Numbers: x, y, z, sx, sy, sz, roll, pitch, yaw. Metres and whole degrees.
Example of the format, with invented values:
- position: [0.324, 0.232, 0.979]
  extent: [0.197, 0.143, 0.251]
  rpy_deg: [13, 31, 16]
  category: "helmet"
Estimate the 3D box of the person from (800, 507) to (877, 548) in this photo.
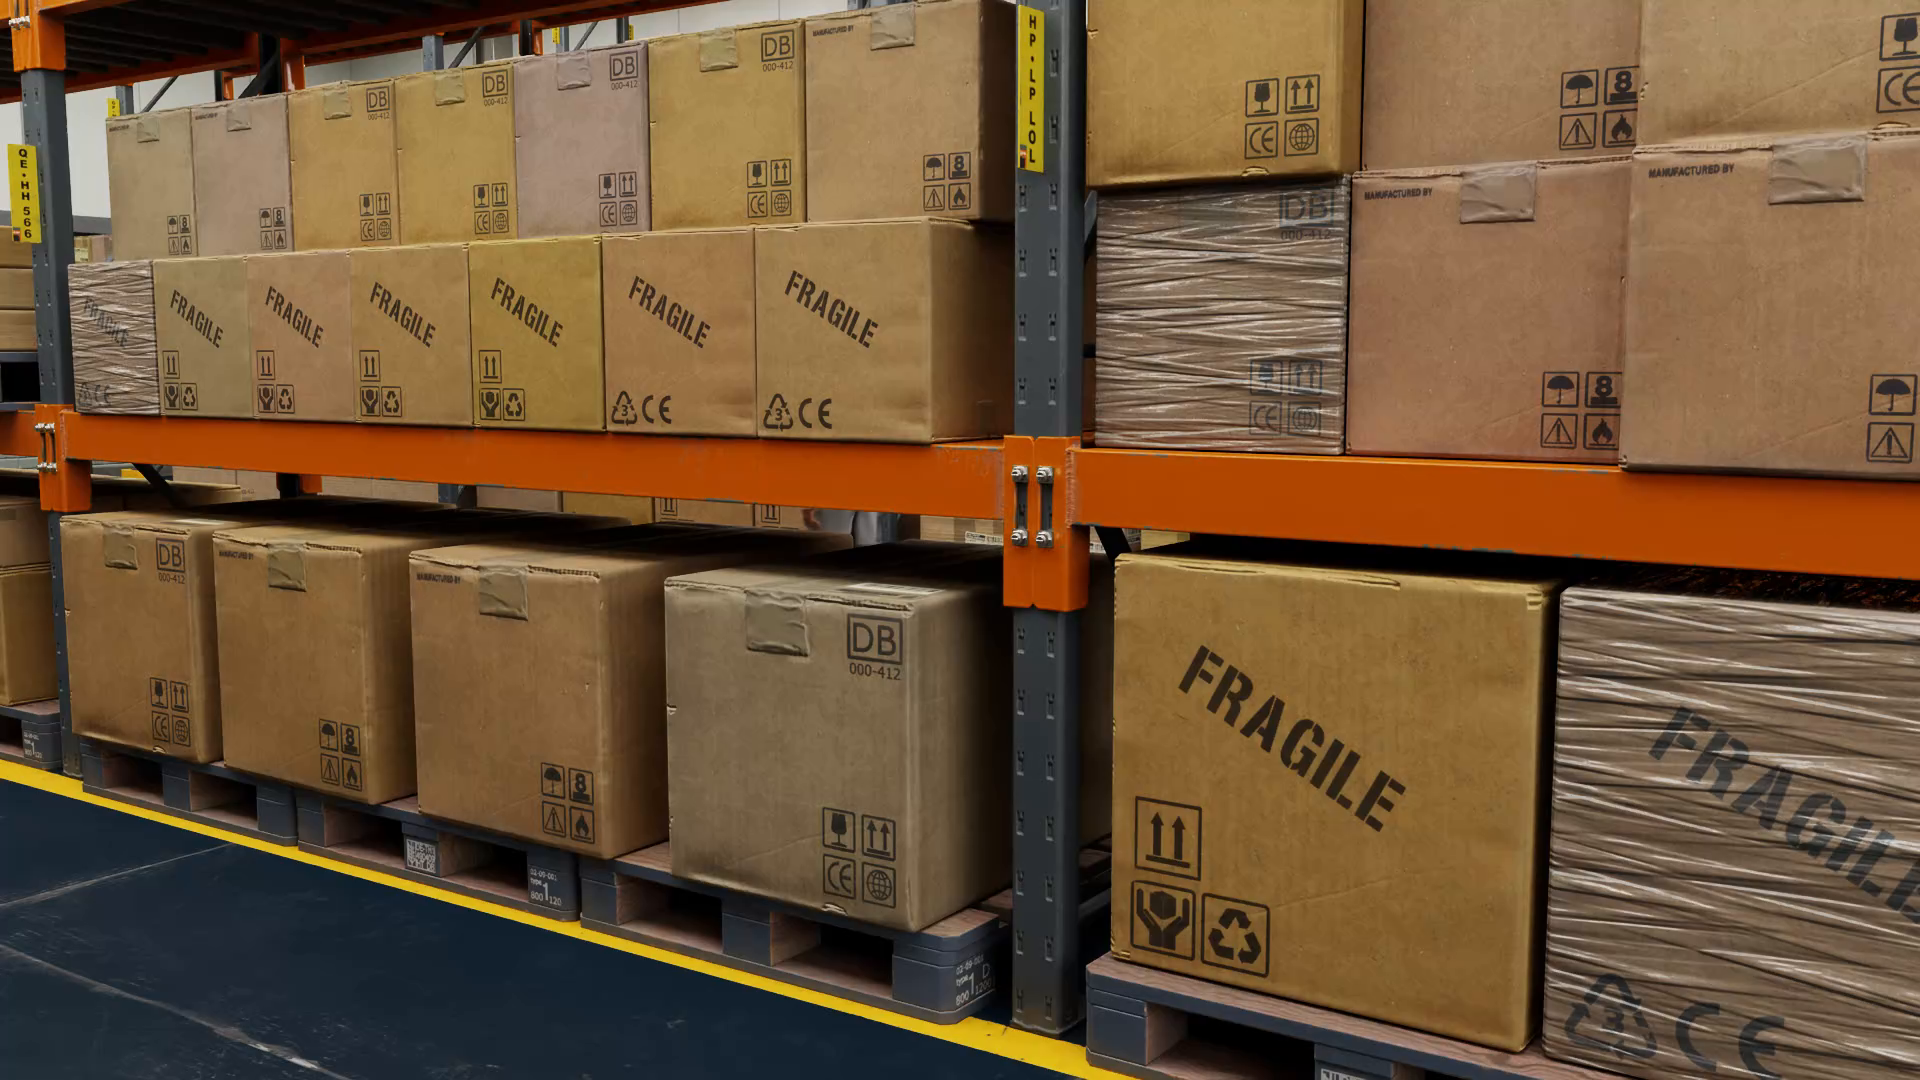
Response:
- position: [-0.534, -0.187, 7.698]
  extent: [0.365, 1.678, 0.440]
  rpy_deg: [4, 8, 35]
  category: "person"
